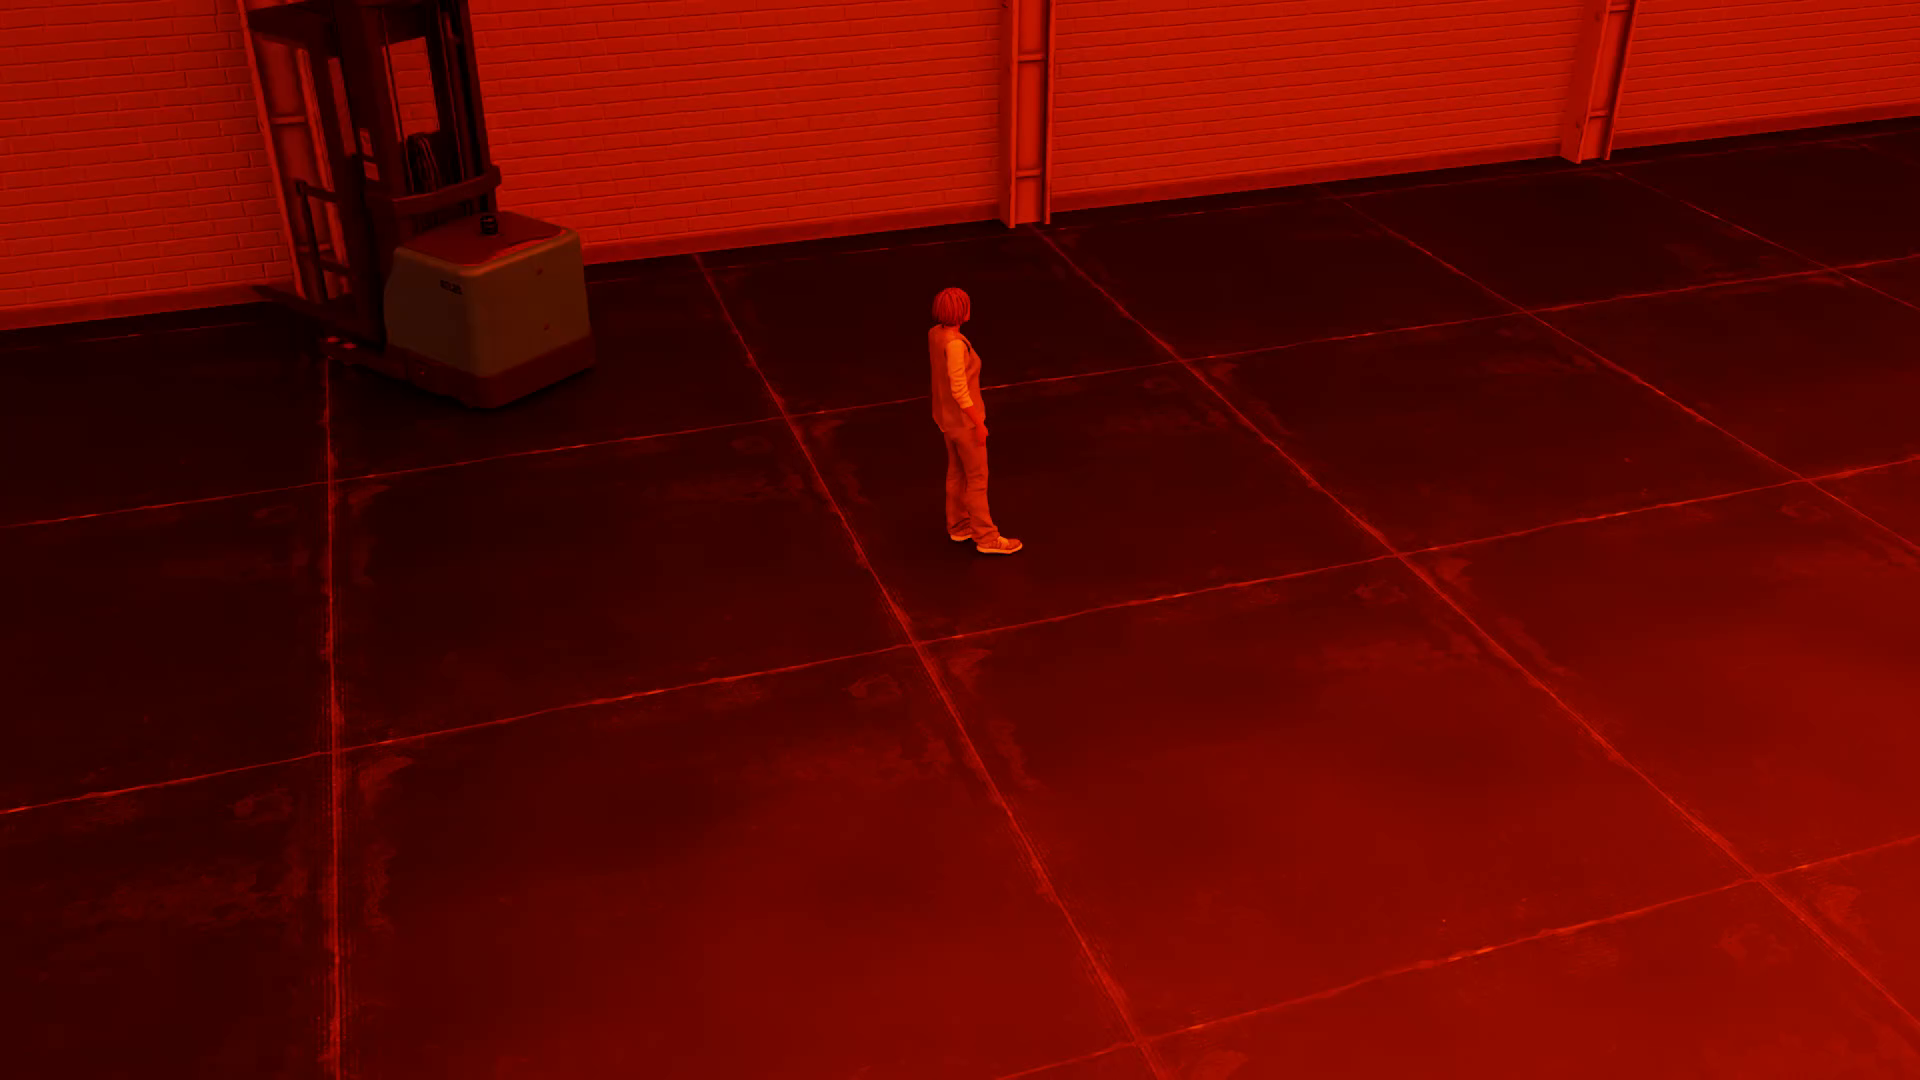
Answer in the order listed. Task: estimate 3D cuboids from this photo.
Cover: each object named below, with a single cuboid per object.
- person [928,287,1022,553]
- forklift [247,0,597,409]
[{"bbox_3d":[0.075,-0.704,9.633,0.473,1.599,0.520,-10,31,-16],"label":"person"},{"bbox_3d":[-4.139,-2.747,11.862,3.031,2.935,1.130,20,35,31],"label":"forklift"}]
